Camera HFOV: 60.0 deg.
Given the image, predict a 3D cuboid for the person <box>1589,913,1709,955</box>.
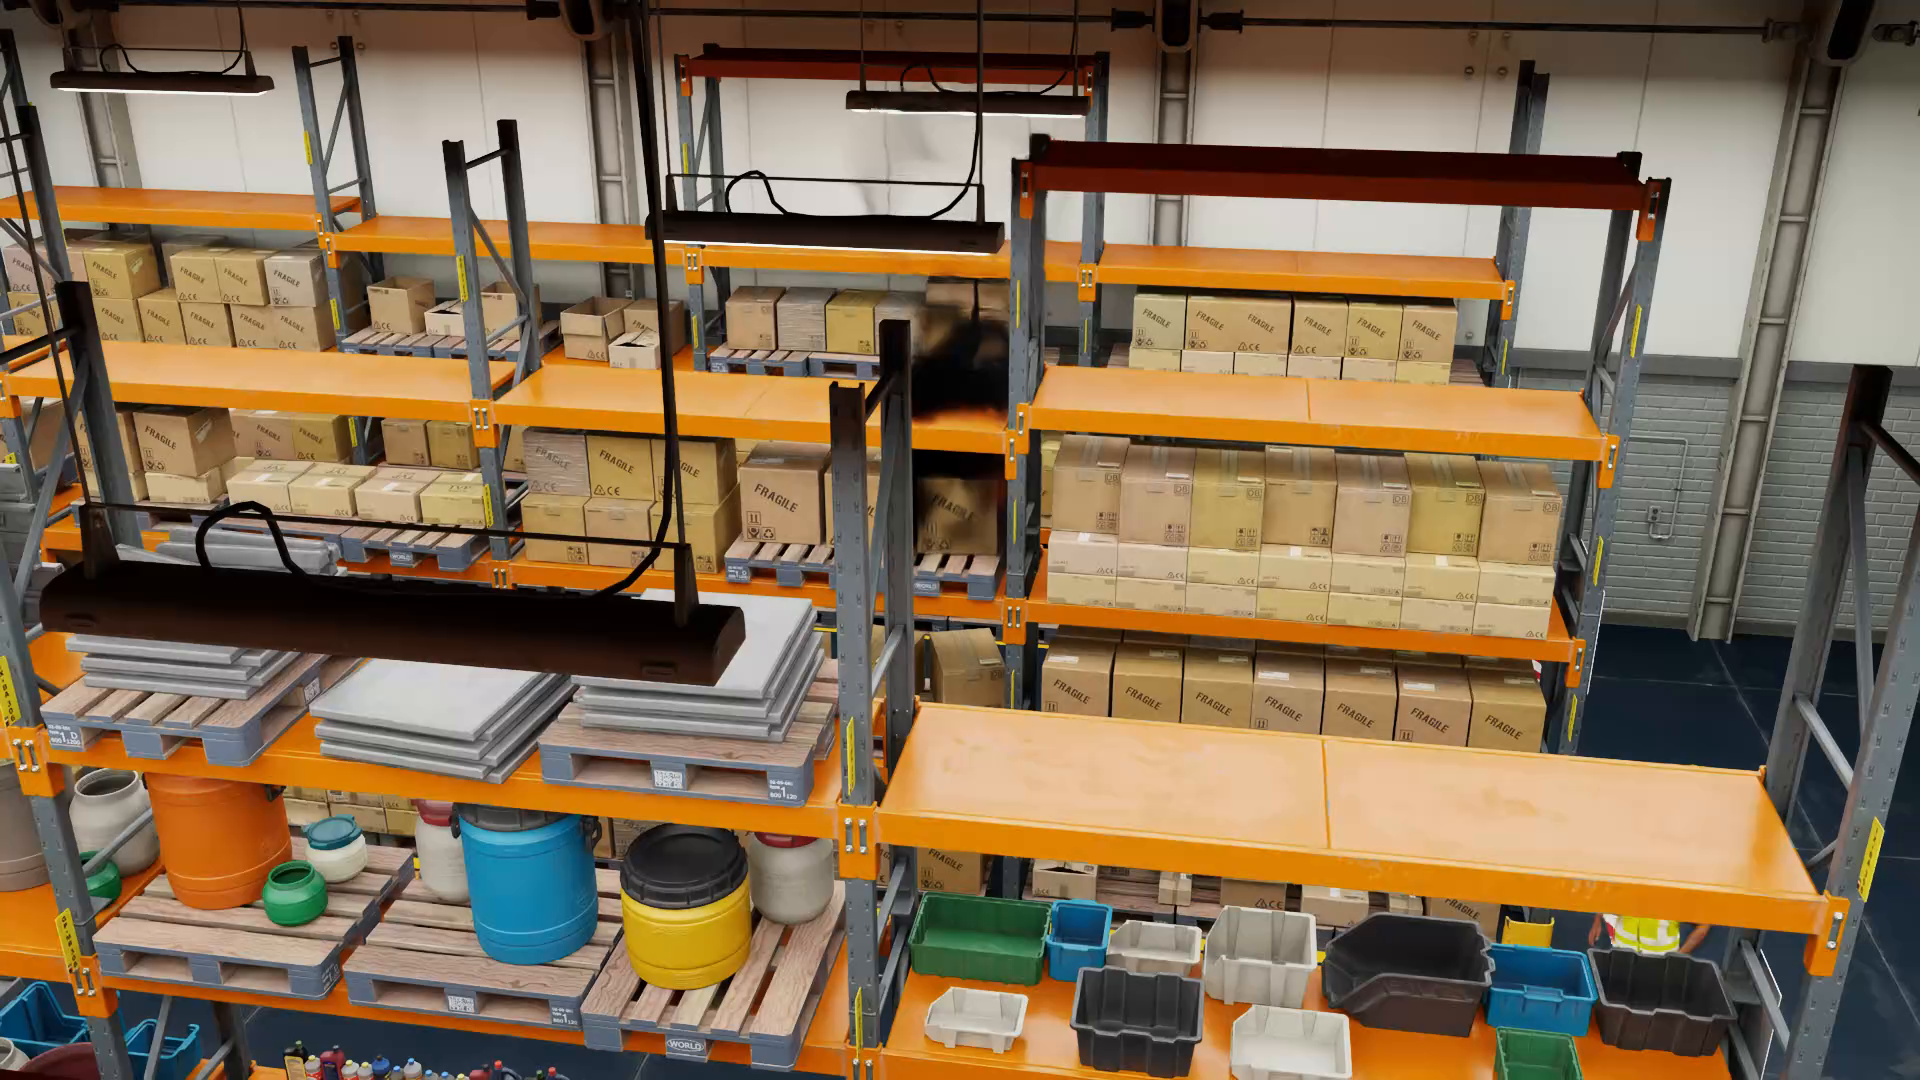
[{"bbox_3d":[4.708,2.834,11.508,0.774,1.715,0.519,19,29,37],"label":"person"}]
